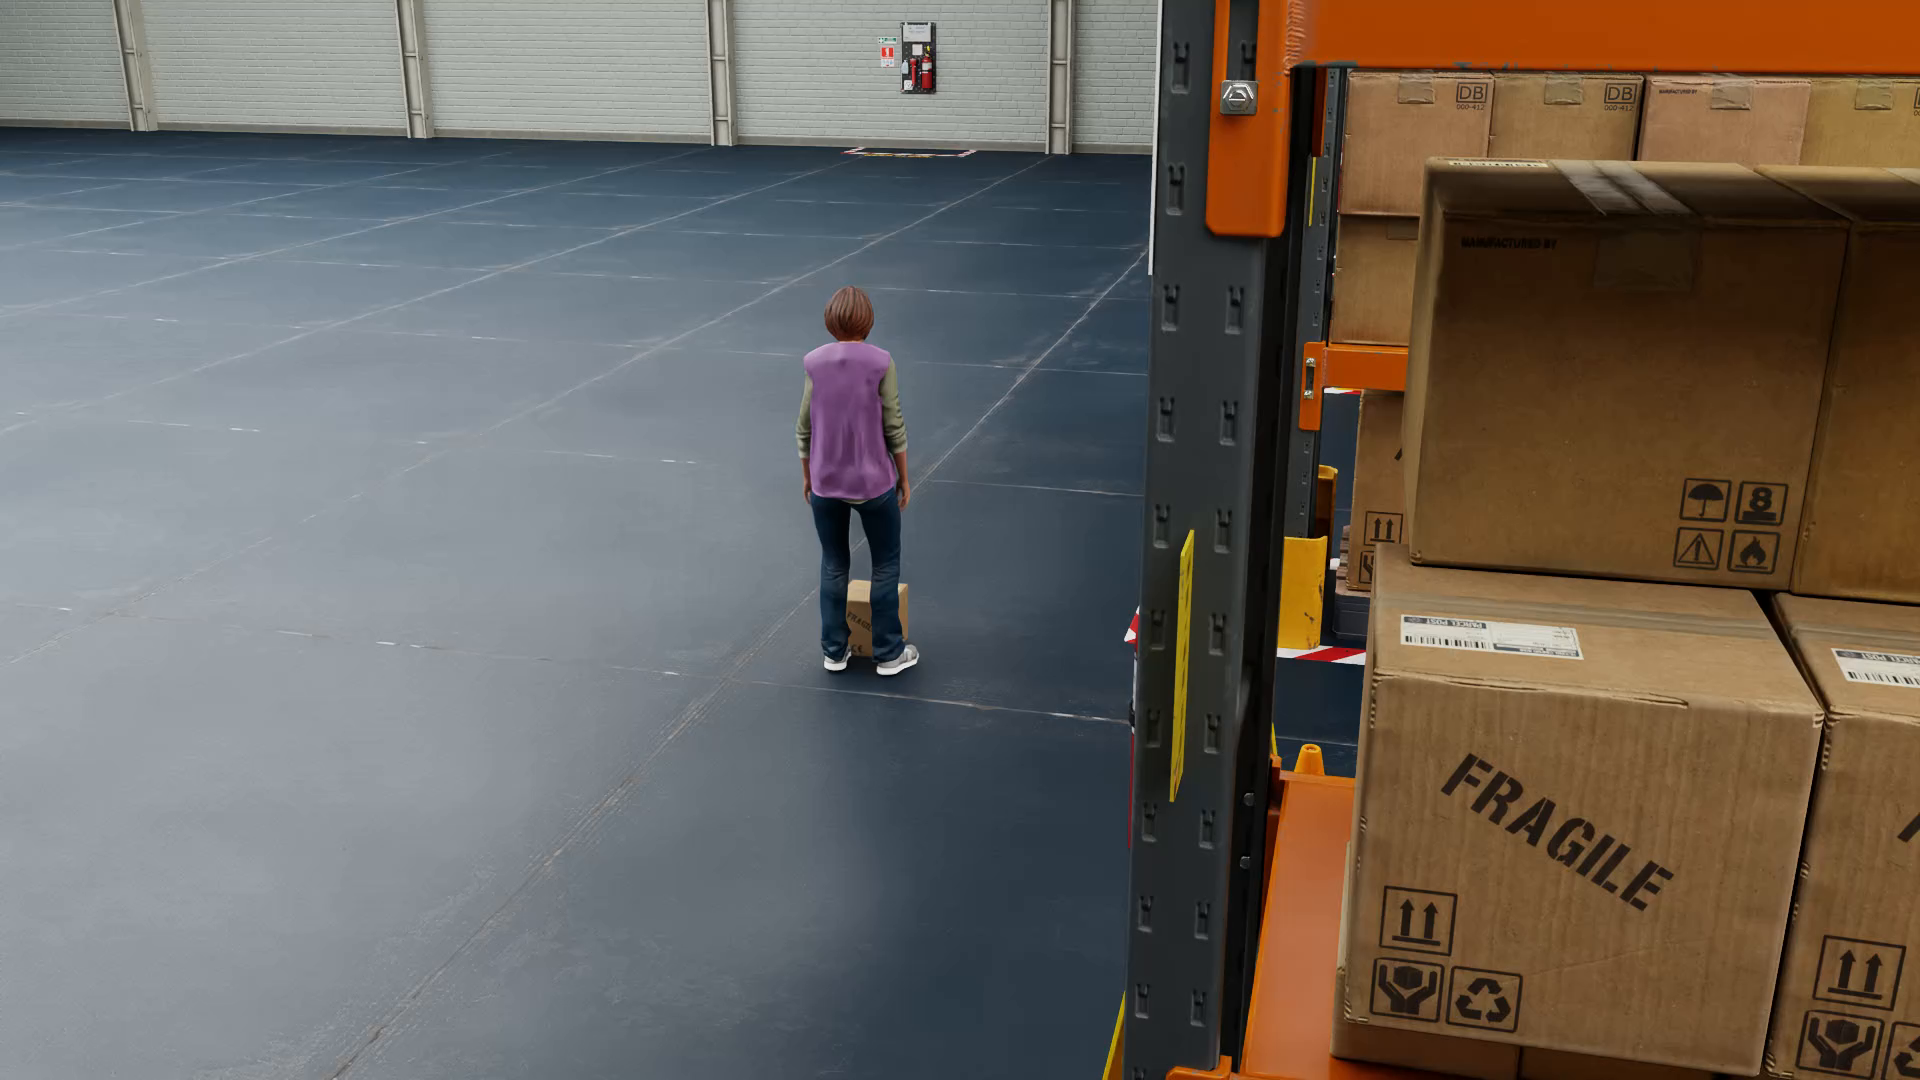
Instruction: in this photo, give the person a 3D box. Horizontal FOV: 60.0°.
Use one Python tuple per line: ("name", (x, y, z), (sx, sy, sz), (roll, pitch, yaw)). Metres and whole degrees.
("person", (-0.436, -0.148, 6.732), (0.457, 1.326, 0.290), (4, 19, 11))
